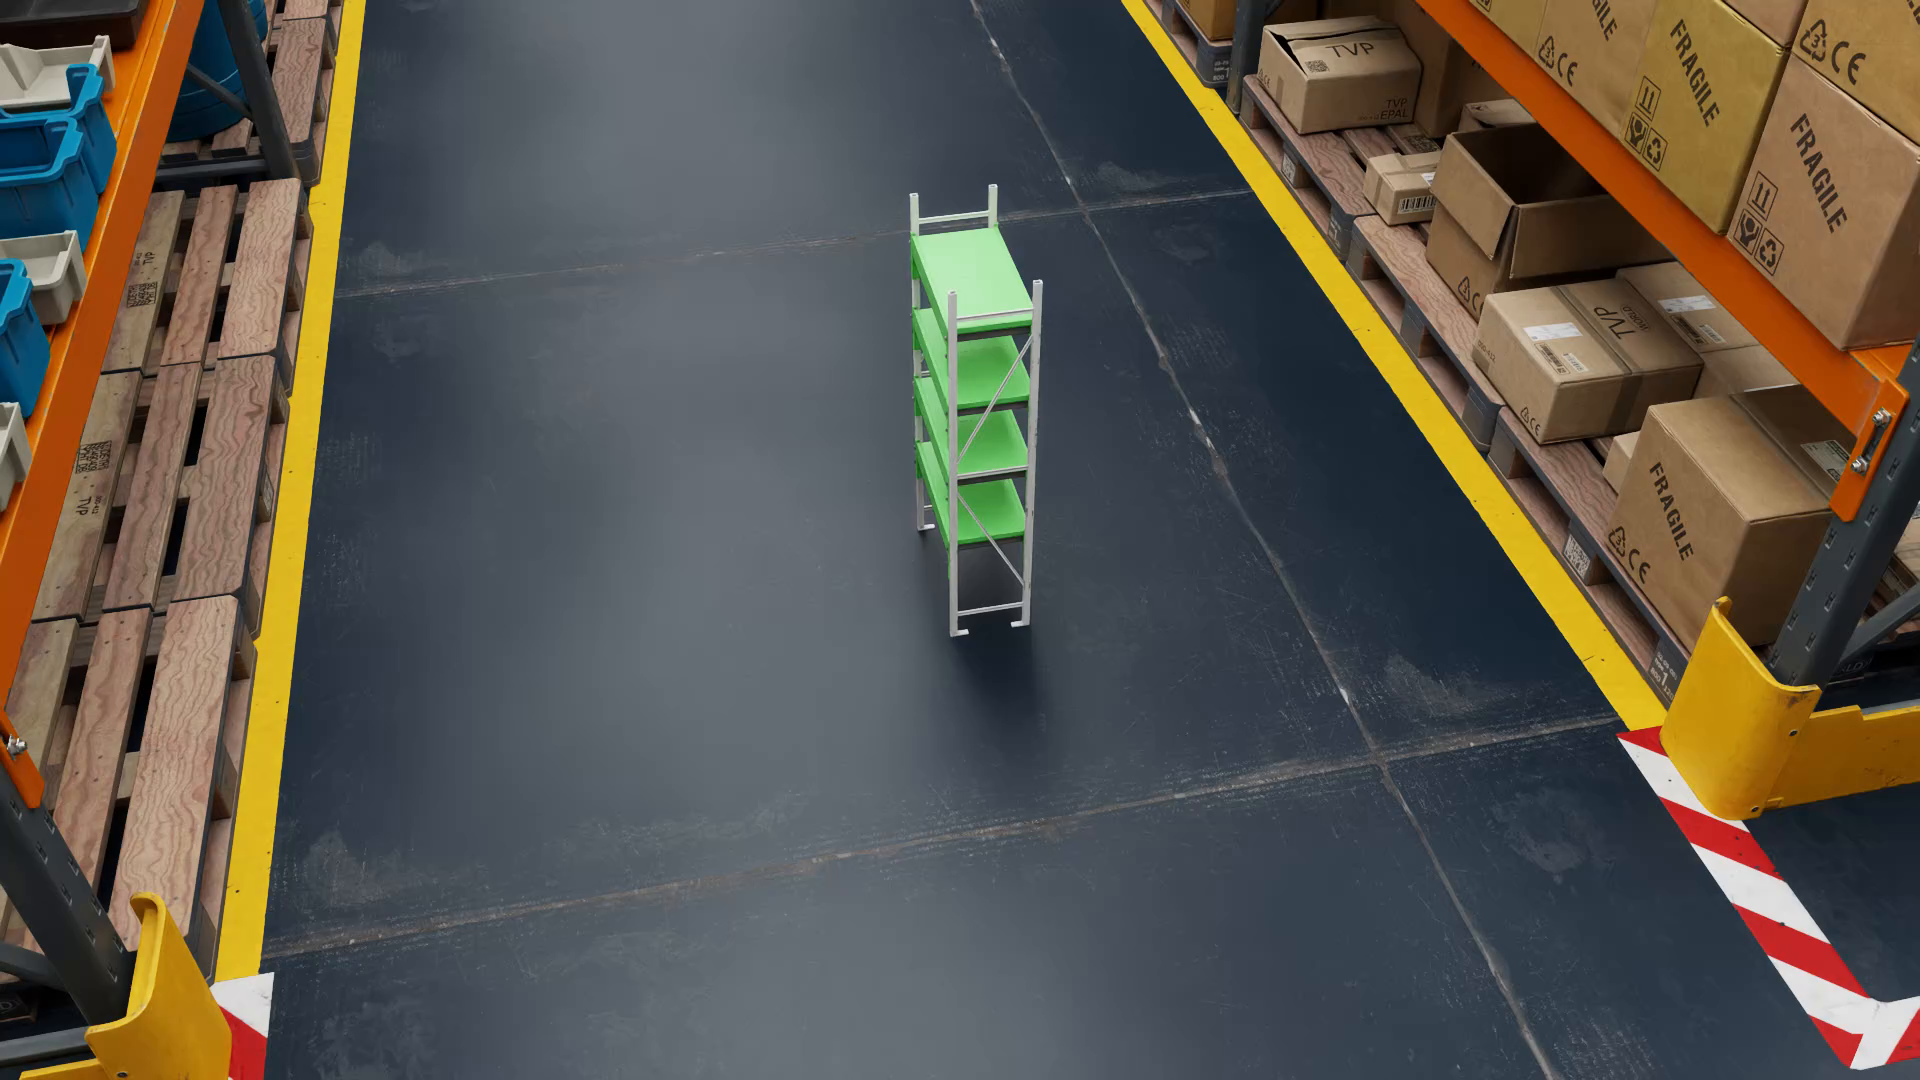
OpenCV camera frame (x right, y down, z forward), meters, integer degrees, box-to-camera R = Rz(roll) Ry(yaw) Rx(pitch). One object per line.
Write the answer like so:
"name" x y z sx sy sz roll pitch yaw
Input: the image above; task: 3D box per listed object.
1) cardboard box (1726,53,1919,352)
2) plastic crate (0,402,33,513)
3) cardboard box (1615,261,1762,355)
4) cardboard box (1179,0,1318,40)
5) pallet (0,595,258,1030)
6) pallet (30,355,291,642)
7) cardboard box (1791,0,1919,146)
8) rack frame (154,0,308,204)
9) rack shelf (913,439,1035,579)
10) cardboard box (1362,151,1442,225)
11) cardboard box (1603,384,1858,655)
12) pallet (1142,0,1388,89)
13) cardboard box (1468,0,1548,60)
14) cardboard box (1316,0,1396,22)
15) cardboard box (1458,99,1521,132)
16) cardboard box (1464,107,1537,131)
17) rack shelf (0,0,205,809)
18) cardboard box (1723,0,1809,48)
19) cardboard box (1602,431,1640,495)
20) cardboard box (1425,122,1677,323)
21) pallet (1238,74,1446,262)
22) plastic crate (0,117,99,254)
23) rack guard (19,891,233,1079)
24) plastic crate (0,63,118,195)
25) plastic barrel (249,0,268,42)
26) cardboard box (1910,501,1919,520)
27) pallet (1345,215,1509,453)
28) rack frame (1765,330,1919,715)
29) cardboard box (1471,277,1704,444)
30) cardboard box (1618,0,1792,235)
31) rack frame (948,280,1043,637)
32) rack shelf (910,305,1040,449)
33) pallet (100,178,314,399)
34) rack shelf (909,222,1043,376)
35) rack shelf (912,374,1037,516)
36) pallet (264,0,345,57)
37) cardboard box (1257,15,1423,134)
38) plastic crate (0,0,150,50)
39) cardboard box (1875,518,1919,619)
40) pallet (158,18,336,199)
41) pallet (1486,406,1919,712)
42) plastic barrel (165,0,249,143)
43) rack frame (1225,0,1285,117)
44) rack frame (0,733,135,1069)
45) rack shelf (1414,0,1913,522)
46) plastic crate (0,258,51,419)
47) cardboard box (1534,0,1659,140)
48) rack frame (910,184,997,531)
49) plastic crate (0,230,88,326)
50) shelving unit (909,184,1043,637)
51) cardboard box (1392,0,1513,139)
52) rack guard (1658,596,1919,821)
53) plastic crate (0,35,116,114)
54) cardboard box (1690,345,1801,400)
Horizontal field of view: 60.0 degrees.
"cardboard box" 2.191 -0.803 3.820 0.500 0.500 0.500 -7 42 -8
"plastic crate" -2.004 -0.158 3.322 0.250 0.136 0.298 -8 42 -9
"cardboard box" 2.497 -0.692 5.510 0.500 0.250 0.500 -8 42 -9
"cardboard box" 1.303 -2.616 7.489 0.500 0.500 0.500 -9 42 -10
"pallet" -2.424 0.696 4.307 1.003 0.211 1.213 -8 42 -9
"pallet" -2.684 -0.093 5.196 1.003 0.211 1.213 -8 42 -9
"cardboard box" 2.189 -1.175 3.485 0.500 0.500 0.500 -9 42 -10
"rack frame" -3.148 -2.400 5.694 1.000 3.000 0.127 -8 42 -9
"rack shelf" 0.036 -0.114 4.933 0.258 0.148 0.480 -8 42 -9
"cardboard box" 1.766 -1.350 6.314 0.380 0.166 0.250 -8 42 -9
"cardboard box" 2.195 -0.061 4.611 0.500 0.500 0.500 -8 42 -9
"pallet" 1.477 -2.586 8.004 1.003 0.211 1.213 -8 42 -9
"cardboard box" 1.864 -1.790 4.931 0.500 0.500 0.500 -9 42 -10
"cardboard box" 1.823 -2.685 7.567 0.500 0.500 0.500 -10 43 -11
"cardboard box" 2.229 -1.642 6.657 0.380 0.149 0.250 -8 42 -9
"cardboard box" 2.252 -1.451 6.319 0.500 0.311 0.500 -8 42 -9
"rack shelf" -2.716 -0.834 4.472 1.077 0.370 4.000 -8 42 -9
"cardboard box" 2.079 -1.502 3.854 0.500 0.500 0.500 -7 42 -8
"cardboard box" 2.196 -0.212 5.032 0.380 0.166 0.250 -8 42 -9
"cardboard box" 2.100 -1.121 5.802 0.797 0.503 0.637 -8 42 -9
"pallet" 1.837 -1.619 6.915 1.003 0.211 1.213 -8 42 -9
"plastic crate" -2.300 -0.827 4.004 0.416 0.233 0.300 -8 42 -9
"rack guard" -2.266 1.142 3.587 1.175 0.500 0.348 -8 42 -9
"plastic crate" -2.365 -1.022 4.223 0.416 0.233 0.300 -8 42 -9
"plastic barrel" -3.401 -2.586 7.168 0.600 0.901 0.708 -8 42 -9
"cardboard box" 2.744 -0.102 4.908 0.380 0.166 0.250 -8 42 -9
"pallet" 2.104 -0.826 6.022 1.003 0.211 1.213 -8 42 -9
"rack frame" 2.553 -0.514 3.570 1.000 3.000 0.127 -8 42 -9
"cardboard box" 2.020 -0.588 5.392 0.500 0.250 0.500 -8 42 -9
"cardboard box" 2.075 -1.139 4.198 0.500 0.500 0.500 -8 42 -9
"rack frame" 0.088 -0.183 4.553 0.240 1.200 0.015 -8 42 -9
"rack shelf" 0.036 -0.473 4.614 0.258 0.148 0.480 -8 42 -9
"pallet" -2.951 -0.886 6.089 1.003 0.211 1.213 -8 42 -9
"rack shelf" 0.036 -0.653 4.455 0.258 0.148 0.480 -8 42 -9
"rack shelf" 0.036 -0.294 4.773 0.258 0.148 0.480 -8 42 -9
"pallet" -3.540 -2.655 8.082 1.003 0.211 1.213 -8 42 -9
"cardboard box" 1.569 -1.963 6.896 0.500 0.311 0.500 -8 42 -9
"plastic crate" -2.644 -1.632 4.991 0.437 0.125 0.590 -8 42 -9
"cardboard box" 2.798 0.067 4.731 0.380 0.149 0.250 -8 42 -9
"pallet" -3.273 -1.863 7.190 1.003 0.211 1.213 -8 42 -9
"pallet" 2.364 -0.037 5.133 1.003 0.211 1.213 -8 42 -9
"plastic barrel" -3.248 -2.127 6.651 0.600 0.901 0.708 -8 42 -9
"rack frame" 1.690 -3.107 6.491 1.000 3.000 0.127 -8 42 -9
"rack frame" -2.284 0.193 2.773 1.000 3.000 0.127 -8 42 -9
"rack shelf" 2.121 -1.542 5.269 1.077 0.370 4.000 -8 42 -9
"plastic crate" -2.158 -0.401 3.523 0.416 0.233 0.300 -8 42 -9
"cardboard box" 1.973 -1.463 4.563 0.500 0.500 0.500 -8 42 -9
"rack frame" -0.017 -0.500 4.909 0.240 1.200 0.015 -8 42 -9
"plastic crate" -2.151 -0.597 3.817 0.250 0.136 0.298 -8 42 -9
"shelving unit" 0.036 -0.341 4.731 0.258 1.200 0.503 -8 42 -9
"cardboard box" 2.090 -2.008 6.804 0.500 0.500 0.500 -8 42 -9
"rack guard" 2.537 0.371 4.455 1.175 0.500 0.348 -8 42 -9
"plastic crate" -2.478 -1.238 4.538 0.293 0.136 0.466 -8 42 -9
"cardboard box" 2.605 -0.368 5.145 0.500 0.250 0.500 -8 42 -9
